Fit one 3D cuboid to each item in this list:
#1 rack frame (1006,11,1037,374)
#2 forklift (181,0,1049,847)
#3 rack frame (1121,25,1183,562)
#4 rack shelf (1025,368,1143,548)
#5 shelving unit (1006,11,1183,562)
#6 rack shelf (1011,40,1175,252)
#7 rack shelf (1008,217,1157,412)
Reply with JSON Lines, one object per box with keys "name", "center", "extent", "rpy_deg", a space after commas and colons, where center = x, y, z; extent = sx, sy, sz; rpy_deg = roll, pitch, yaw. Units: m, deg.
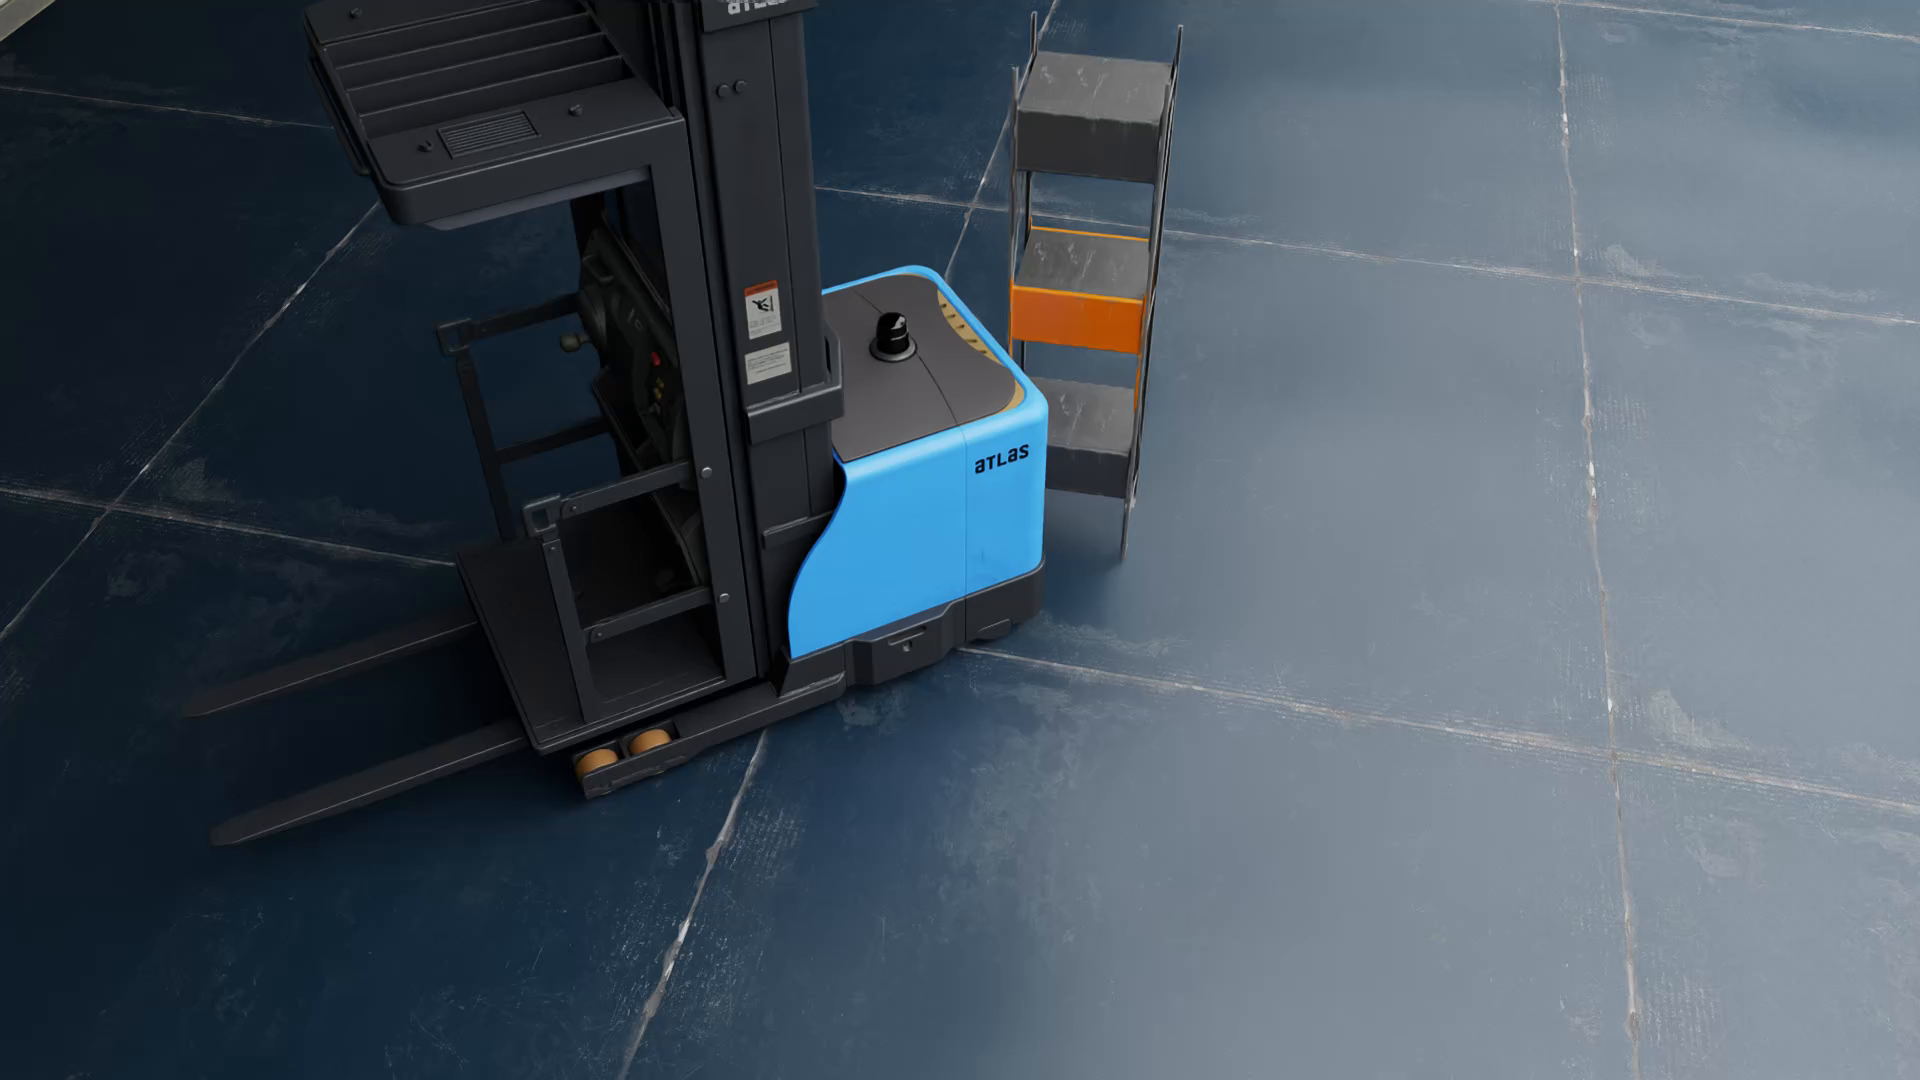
{"name": "rack frame", "center": [0.212, -0.873, 6.143], "extent": [0.015, 2.100, 0.400], "rpy_deg": [8, 44, 8]}
{"name": "forklift", "center": [-1.230, -0.584, 5.243], "extent": [3.031, 2.935, 1.130], "rpy_deg": [-20, 47, -19]}
{"name": "rack frame", "center": [0.690, -0.807, 6.075], "extent": [0.015, 2.100, 0.400], "rpy_deg": [8, 44, 8]}
{"name": "rack shelf", "center": [0.451, -0.326, 6.604], "extent": [0.480, 0.518, 0.431], "rpy_deg": [8, 44, 8]}
{"name": "shelving unit", "center": [0.451, -0.840, 6.109], "extent": [0.503, 2.100, 0.431], "rpy_deg": [8, 44, 8]}
{"name": "rack shelf", "center": [0.451, -1.335, 5.633], "extent": [0.480, 0.518, 0.431], "rpy_deg": [8, 44, 8]}
{"name": "rack shelf", "center": [0.451, -0.830, 6.118], "extent": [0.480, 0.518, 0.431], "rpy_deg": [8, 44, 8]}
